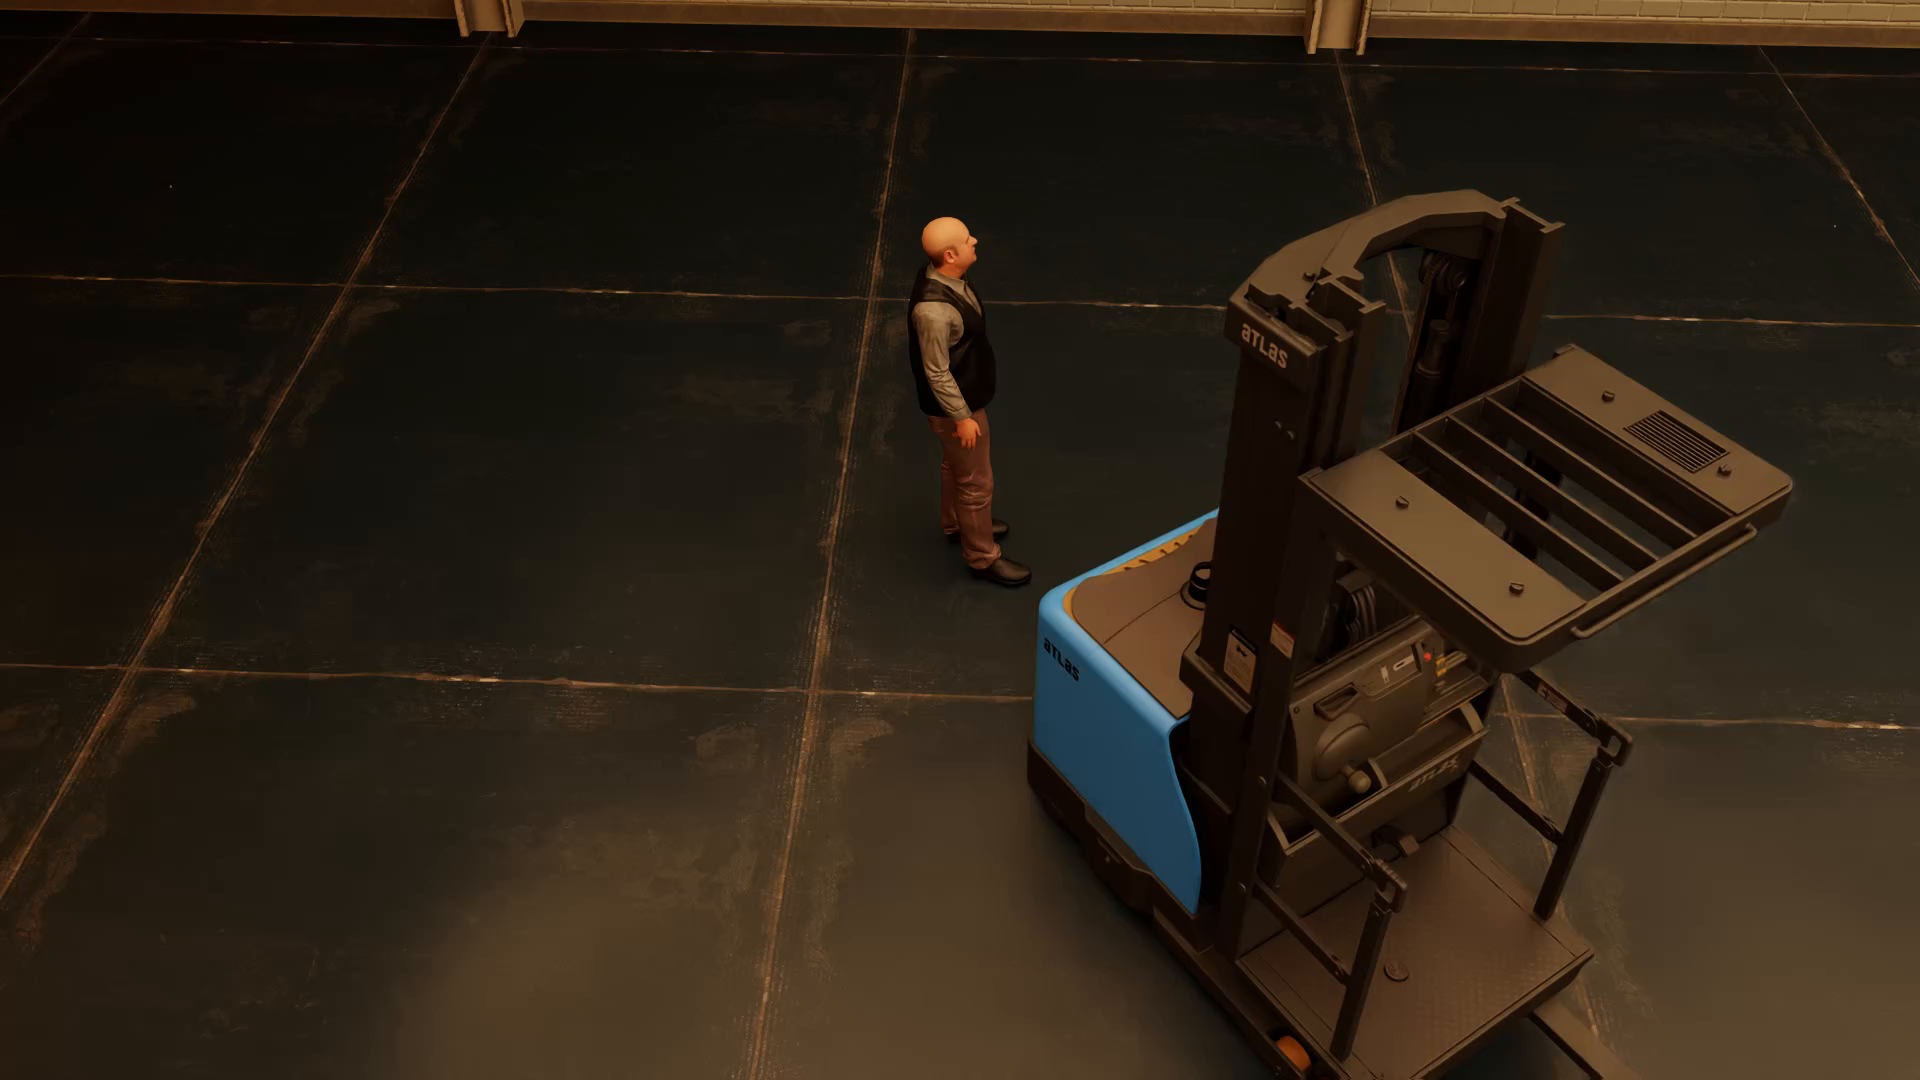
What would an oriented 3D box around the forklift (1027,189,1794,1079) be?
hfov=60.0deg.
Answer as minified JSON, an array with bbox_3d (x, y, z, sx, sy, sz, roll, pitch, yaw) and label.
[{"bbox_3d":[1.515,0.555,5.134,1.130,2.935,3.031,-25,48,-25],"label":"forklift"}]

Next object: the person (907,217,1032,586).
[{"bbox_3d":[0.063,-0.634,7.324,0.566,1.722,0.633,2,42,2],"label":"person"}]
